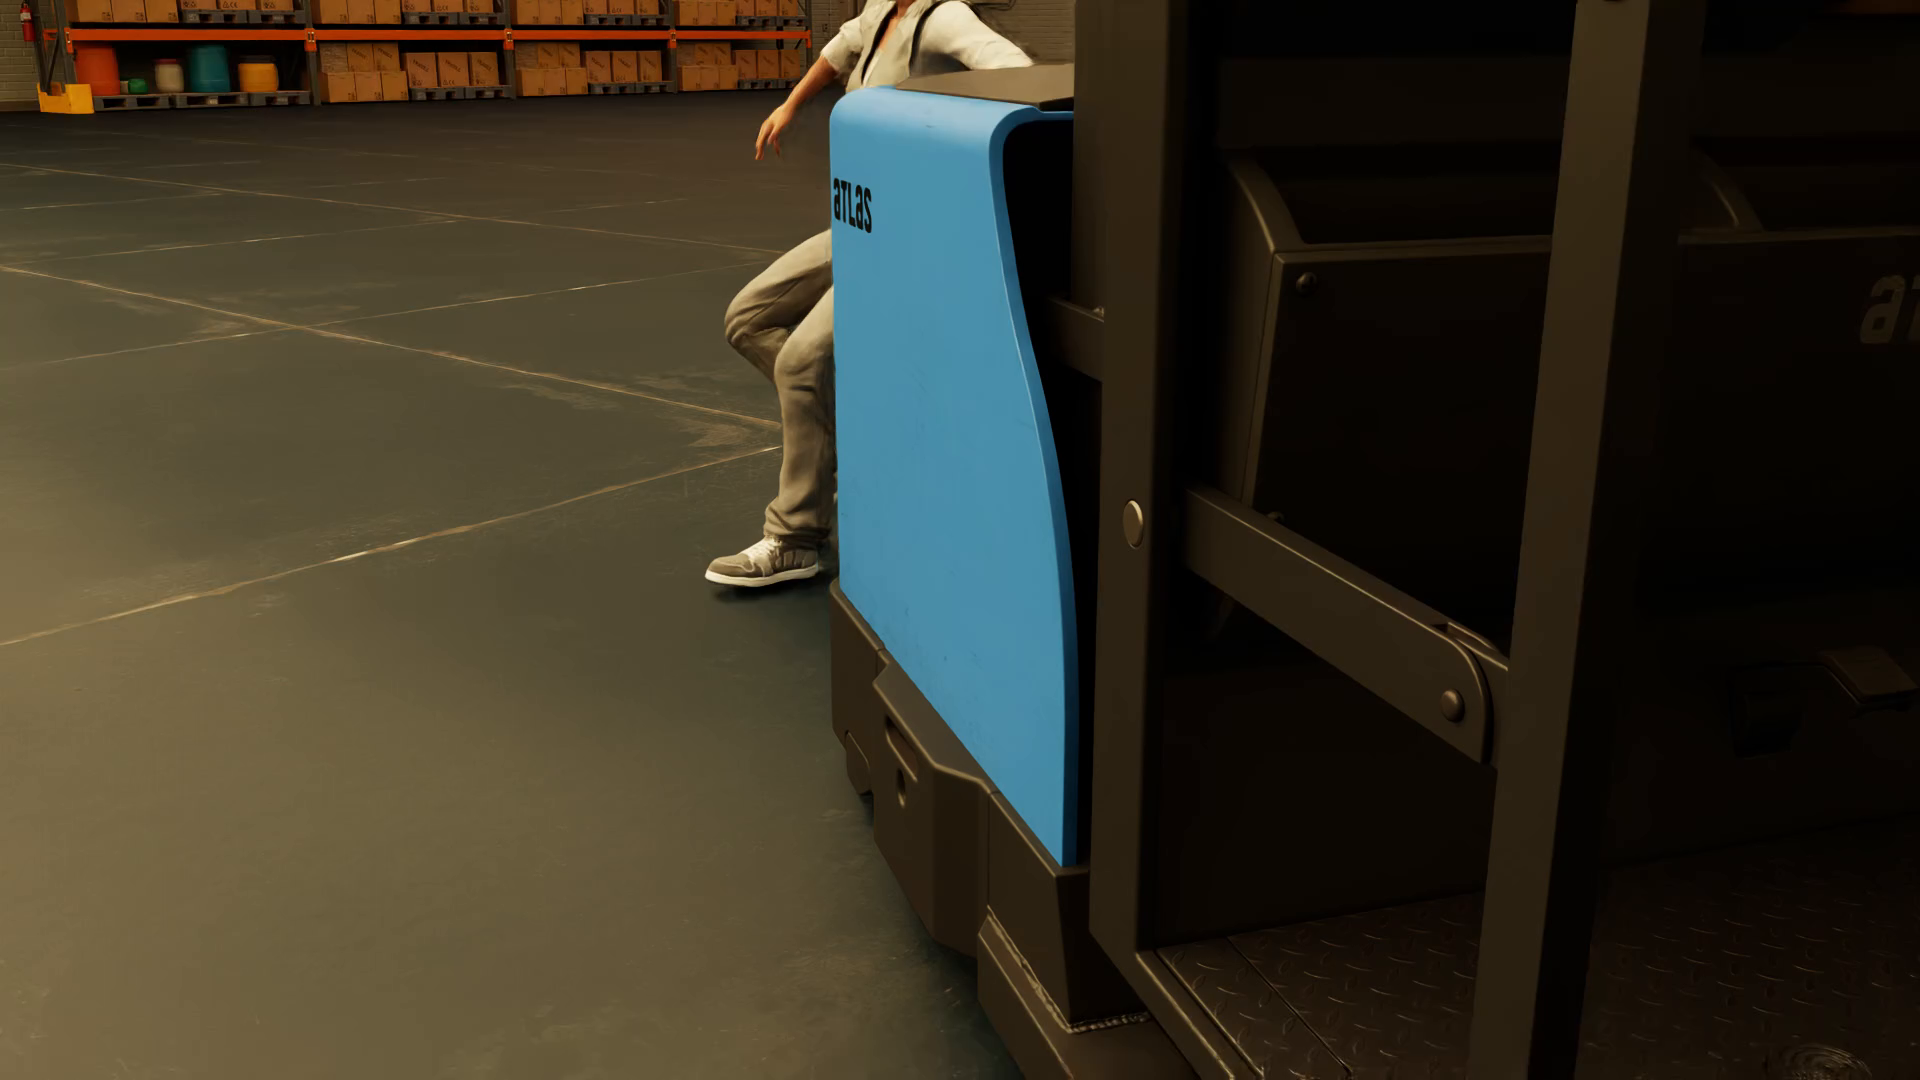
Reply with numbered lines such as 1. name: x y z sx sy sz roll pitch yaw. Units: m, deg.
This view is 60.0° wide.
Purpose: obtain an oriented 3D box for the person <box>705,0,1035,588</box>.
1. person: -0.272 -0.651 3.564 0.691 1.446 0.960 -8 18 -23

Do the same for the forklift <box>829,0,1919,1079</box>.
1. forklift: 0.733 -0.682 1.142 1.130 2.935 3.031 -5 18 -17
